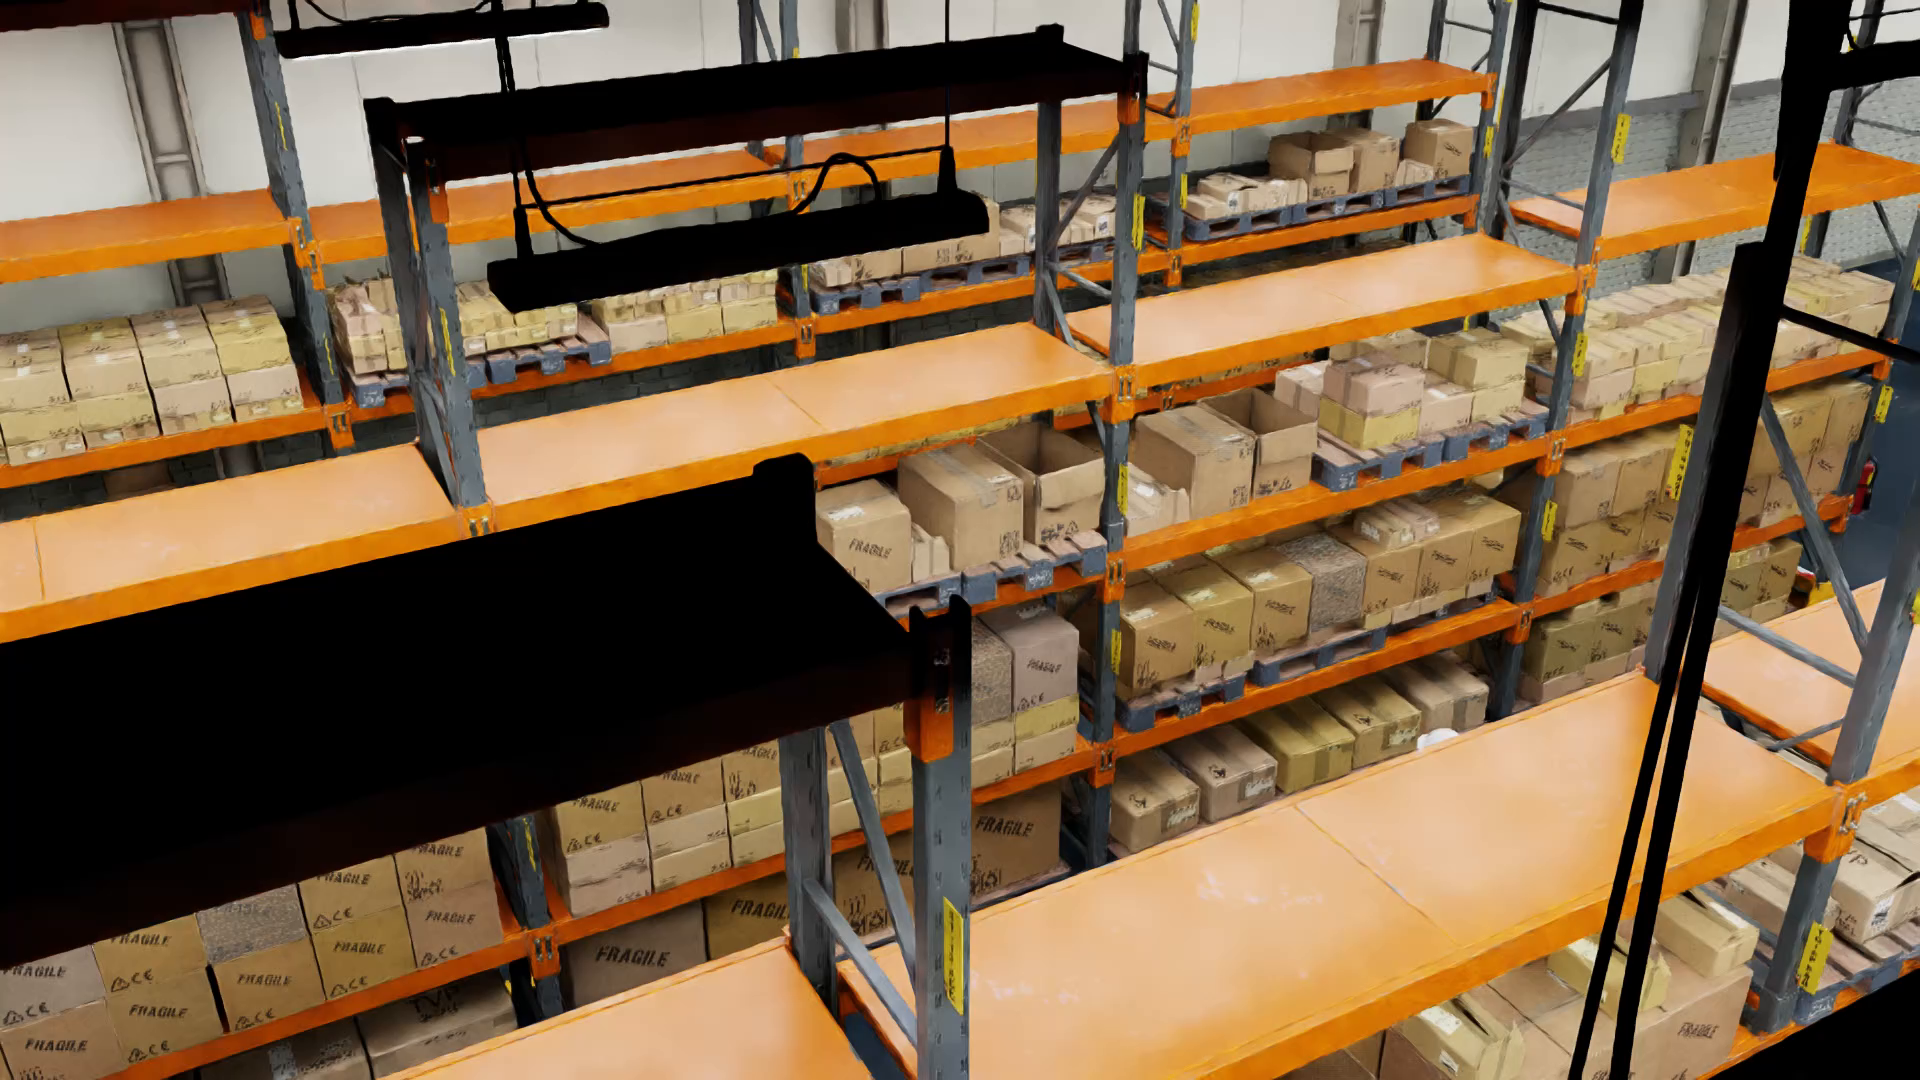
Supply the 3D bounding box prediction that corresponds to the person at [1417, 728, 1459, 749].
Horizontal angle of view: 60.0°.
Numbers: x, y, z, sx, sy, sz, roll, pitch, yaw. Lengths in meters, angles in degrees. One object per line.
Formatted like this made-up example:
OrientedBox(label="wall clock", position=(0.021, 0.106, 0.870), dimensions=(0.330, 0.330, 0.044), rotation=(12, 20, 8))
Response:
OrientedBox(label="person", position=(3.139, 2.015, 11.269), dimensions=(0.463, 1.772, 0.649), rotation=(16, 32, 28))
